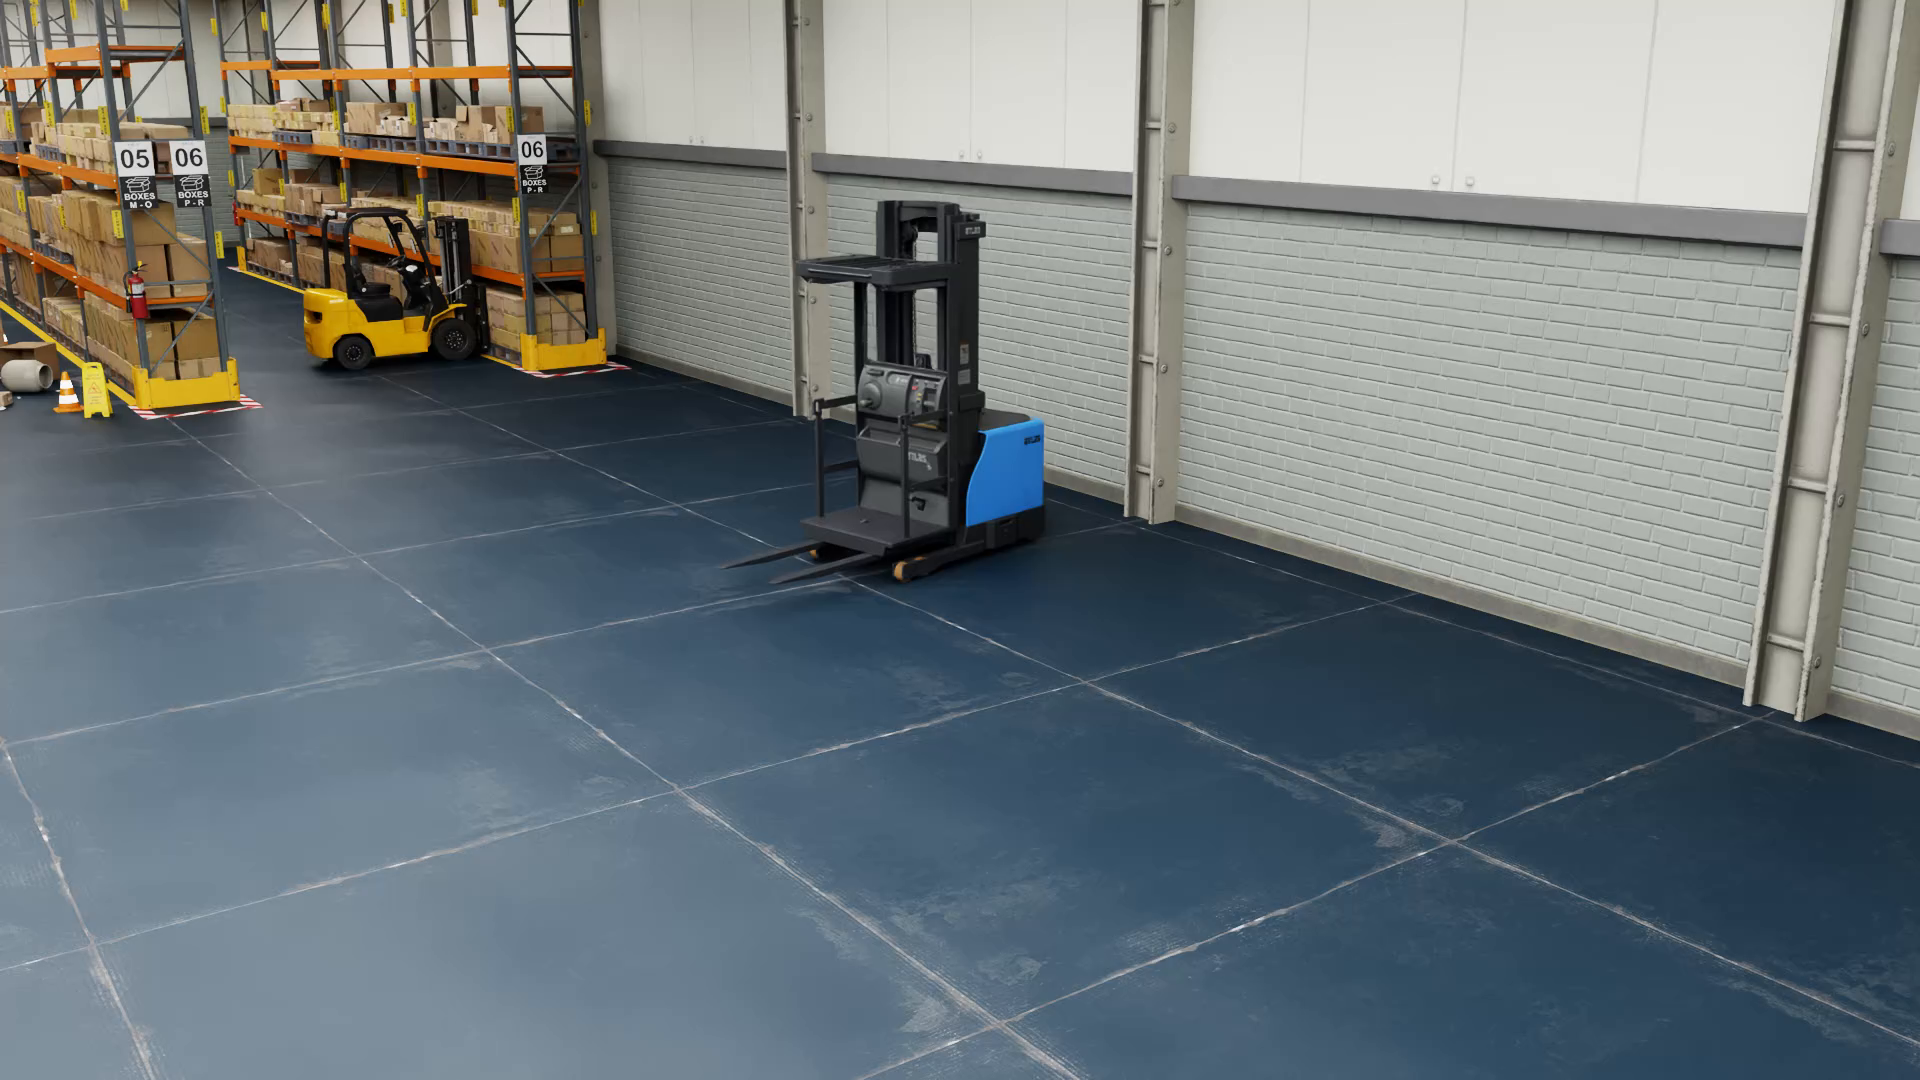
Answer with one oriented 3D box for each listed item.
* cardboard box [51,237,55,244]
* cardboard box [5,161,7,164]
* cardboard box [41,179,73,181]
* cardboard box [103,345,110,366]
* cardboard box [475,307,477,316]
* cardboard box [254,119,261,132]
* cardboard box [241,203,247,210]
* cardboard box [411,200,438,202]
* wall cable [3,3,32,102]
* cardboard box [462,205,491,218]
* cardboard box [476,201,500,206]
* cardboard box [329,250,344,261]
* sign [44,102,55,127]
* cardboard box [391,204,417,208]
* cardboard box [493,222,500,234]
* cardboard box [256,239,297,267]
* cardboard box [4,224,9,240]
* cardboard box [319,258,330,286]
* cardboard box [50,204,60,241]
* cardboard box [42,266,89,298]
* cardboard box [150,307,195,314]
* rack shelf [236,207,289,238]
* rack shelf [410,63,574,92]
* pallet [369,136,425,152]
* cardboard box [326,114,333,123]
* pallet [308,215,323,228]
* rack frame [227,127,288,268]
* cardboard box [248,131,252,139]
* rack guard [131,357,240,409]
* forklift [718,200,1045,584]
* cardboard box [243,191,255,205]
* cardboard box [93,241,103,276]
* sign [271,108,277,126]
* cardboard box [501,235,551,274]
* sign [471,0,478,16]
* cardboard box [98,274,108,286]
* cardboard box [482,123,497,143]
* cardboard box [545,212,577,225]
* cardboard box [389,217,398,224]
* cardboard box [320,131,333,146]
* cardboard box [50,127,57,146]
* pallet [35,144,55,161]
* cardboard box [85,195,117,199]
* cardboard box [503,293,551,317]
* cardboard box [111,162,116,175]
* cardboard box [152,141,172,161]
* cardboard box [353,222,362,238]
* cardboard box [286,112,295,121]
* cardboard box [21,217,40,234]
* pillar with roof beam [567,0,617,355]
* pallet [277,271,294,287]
[{"bbox_3d":[-13.686,-4.615,25.436,0.380,0.149,0.250,-10,18,-31],"label":"cardboard box"},{"bbox_3d":[-17.875,-7.106,31.546,0.380,0.149,0.250,-10,18,-33],"label":"cardboard box"},{"bbox_3d":[-15.316,-5.864,28.234,0.500,0.500,0.500,-11,18,-34],"label":"cardboard box"},{"bbox_3d":[-11.221,-2.493,22.417,0.500,0.250,0.500,-11,19,-35],"label":"cardboard box"},{"bbox_3d":[-7.059,-3.423,24.868,0.500,0.250,0.500,-11,19,-35],"label":"cardboard box"},{"bbox_3d":[-13.770,-8.292,33.230,0.500,0.250,0.500,-10,18,-33],"label":"cardboard box"},{"bbox_3d":[-15.058,-7.110,35.347,0.380,0.149,0.250,-11,19,-35],"label":"cardboard box"},{"bbox_3d":[-9.118,-5.705,28.322,0.380,0.149,0.250,-11,19,-35],"label":"cardboard box"},{"bbox_3d":[-22.005,-10.753,36.819,2.355,3.000,0.029,-11,19,-35],"label":"wall cable"},{"bbox_3d":[-7.205,-4.909,24.848,0.380,0.149,0.250,-11,19,-35],"label":"cardboard box"},{"bbox_3d":[-7.262,-5.150,25.730,0.380,0.149,0.250,-11,19,-35],"label":"cardboard box"},{"bbox_3d":[-11.578,-5.299,30.965,0.380,0.149,0.250,-12,19,-37],"label":"cardboard box"},{"bbox_3d":[-12.434,-5.809,22.712,0.100,0.325,0.005,-11,19,-35],"label":"sign"},{"bbox_3d":[-9.130,-5.449,27.386,0.380,0.149,0.250,-11,19,-34],"label":"cardboard box"},{"bbox_3d":[-6.467,-4.488,23.875,0.380,0.149,0.250,-11,19,-35],"label":"cardboard box"},{"bbox_3d":[-14.276,-6.007,34.780,0.700,0.500,0.500,-10,18,-32],"label":"cardboard box"},{"bbox_3d":[-16.052,-5.289,28.502,0.500,0.250,0.500,-11,19,-35],"label":"cardboard box"},{"bbox_3d":[-11.665,-5.017,31.165,0.500,0.500,0.500,-12,19,-37],"label":"cardboard box"},{"bbox_3d":[-13.035,-4.684,24.460,0.500,0.500,0.500,-10,18,-33],"label":"cardboard box"},{"bbox_3d":[-14.678,-4.202,27.478,0.875,0.875,0.875,-11,19,-35],"label":"cardboard box"},{"bbox_3d":[-10.499,-2.834,22.239,0.500,0.500,0.500,-10,18,-33],"label":"cardboard box"},{"bbox_3d":[-13.854,-6.570,34.260,1.077,0.370,4.000,-11,19,-35],"label":"rack shelf"},{"bbox_3d":[-6.798,-6.708,24.159,1.077,0.370,4.000,-11,19,-35],"label":"rack shelf"},{"bbox_3d":[-9.195,-6.622,27.764,1.003,0.211,1.213,-10,18,-32],"label":"pallet"},{"bbox_3d":[-11.034,-7.495,29.560,0.380,0.149,0.250,-12,19,-36],"label":"cardboard box"},{"bbox_3d":[-11.473,-5.958,31.024,1.003,0.211,1.213,-11,19,-35],"label":"pallet"},{"bbox_3d":[-15.030,-7.344,35.726,1.000,3.000,0.127,-11,19,-35],"label":"rack frame"},{"bbox_3d":[-14.208,-8.223,33.731,0.380,0.149,0.250,-11,19,-34],"label":"cardboard box"},{"bbox_3d":[-9.680,-1.967,20.814,1.175,0.500,0.348,-11,19,-35],"label":"rack guard"},{"bbox_3d":[-0.624,-1.227,13.505,1.130,2.935,3.031,14,20,41],"label":"forklift"},{"bbox_3d":[-14.684,-7.169,34.806,0.500,0.250,0.500,-11,19,-34],"label":"cardboard box"},{"bbox_3d":[-11.042,-3.747,21.831,0.500,0.500,0.500,-11,19,-34],"label":"cardboard box"},{"bbox_3d":[-13.112,-8.100,31.827,0.100,0.325,0.005,-11,19,-35],"label":"sign"},{"bbox_3d":[-6.124,-4.040,23.465,0.500,0.500,0.500,-11,19,-36],"label":"cardboard box"},{"bbox_3d":[-7.511,-8.283,25.723,0.100,0.325,0.005,-11,19,-35],"label":"sign"},{"bbox_3d":[-11.146,-3.448,21.967,0.380,0.149,0.250,-11,19,-35],"label":"cardboard box"},{"bbox_3d":[-6.504,-5.744,23.468,0.396,0.266,0.258,-11,19,-34],"label":"cardboard box"},{"bbox_3d":[-5.647,-4.537,23.488,0.380,0.149,0.250,-11,19,-36],"label":"cardboard box"},{"bbox_3d":[-9.074,-5.234,27.355,0.500,0.250,0.500,-10,18,-33],"label":"cardboard box"},{"bbox_3d":[-11.120,-7.189,29.763,0.500,0.250,0.500,-11,19,-34],"label":"cardboard box"},{"bbox_3d":[-12.741,-5.798,23.885,0.500,0.250,0.500,-11,19,-34],"label":"cardboard box"},{"bbox_3d":[-12.876,-5.736,24.524,1.213,0.211,1.003,-11,19,-35],"label":"pallet"},{"bbox_3d":[-10.968,-4.235,21.722,0.700,0.500,0.500,-11,19,-35],"label":"cardboard box"},{"bbox_3d":[-6.145,-3.336,23.601,0.500,0.250,0.500,-10,18,-33],"label":"cardboard box"},{"bbox_3d":[-10.071,-4.514,20.182,0.380,0.149,0.250,-11,19,-34],"label":"cardboard box"},{"bbox_3d":[-9.715,-4.823,20.553,0.500,0.250,0.500,-11,19,-36],"label":"cardboard box"},{"bbox_3d":[-10.263,-5.431,29.019,0.500,0.250,0.500,-11,19,-34],"label":"cardboard box"},{"bbox_3d":[-12.355,-7.920,31.077,0.380,0.149,0.250,-11,19,-35],"label":"cardboard box"},{"bbox_3d":[-14.829,-5.097,26.854,0.500,0.250,0.500,-11,19,-35],"label":"cardboard box"},{"bbox_3d":[-8.785,-6.441,21.064,9.100,9.000,0.400,-11,19,-35],"label":"pillar with roof beam"},{"bbox_3d":[-13.081,-5.291,33.510,1.003,0.211,1.213,-11,19,-35],"label":"pallet"}]
